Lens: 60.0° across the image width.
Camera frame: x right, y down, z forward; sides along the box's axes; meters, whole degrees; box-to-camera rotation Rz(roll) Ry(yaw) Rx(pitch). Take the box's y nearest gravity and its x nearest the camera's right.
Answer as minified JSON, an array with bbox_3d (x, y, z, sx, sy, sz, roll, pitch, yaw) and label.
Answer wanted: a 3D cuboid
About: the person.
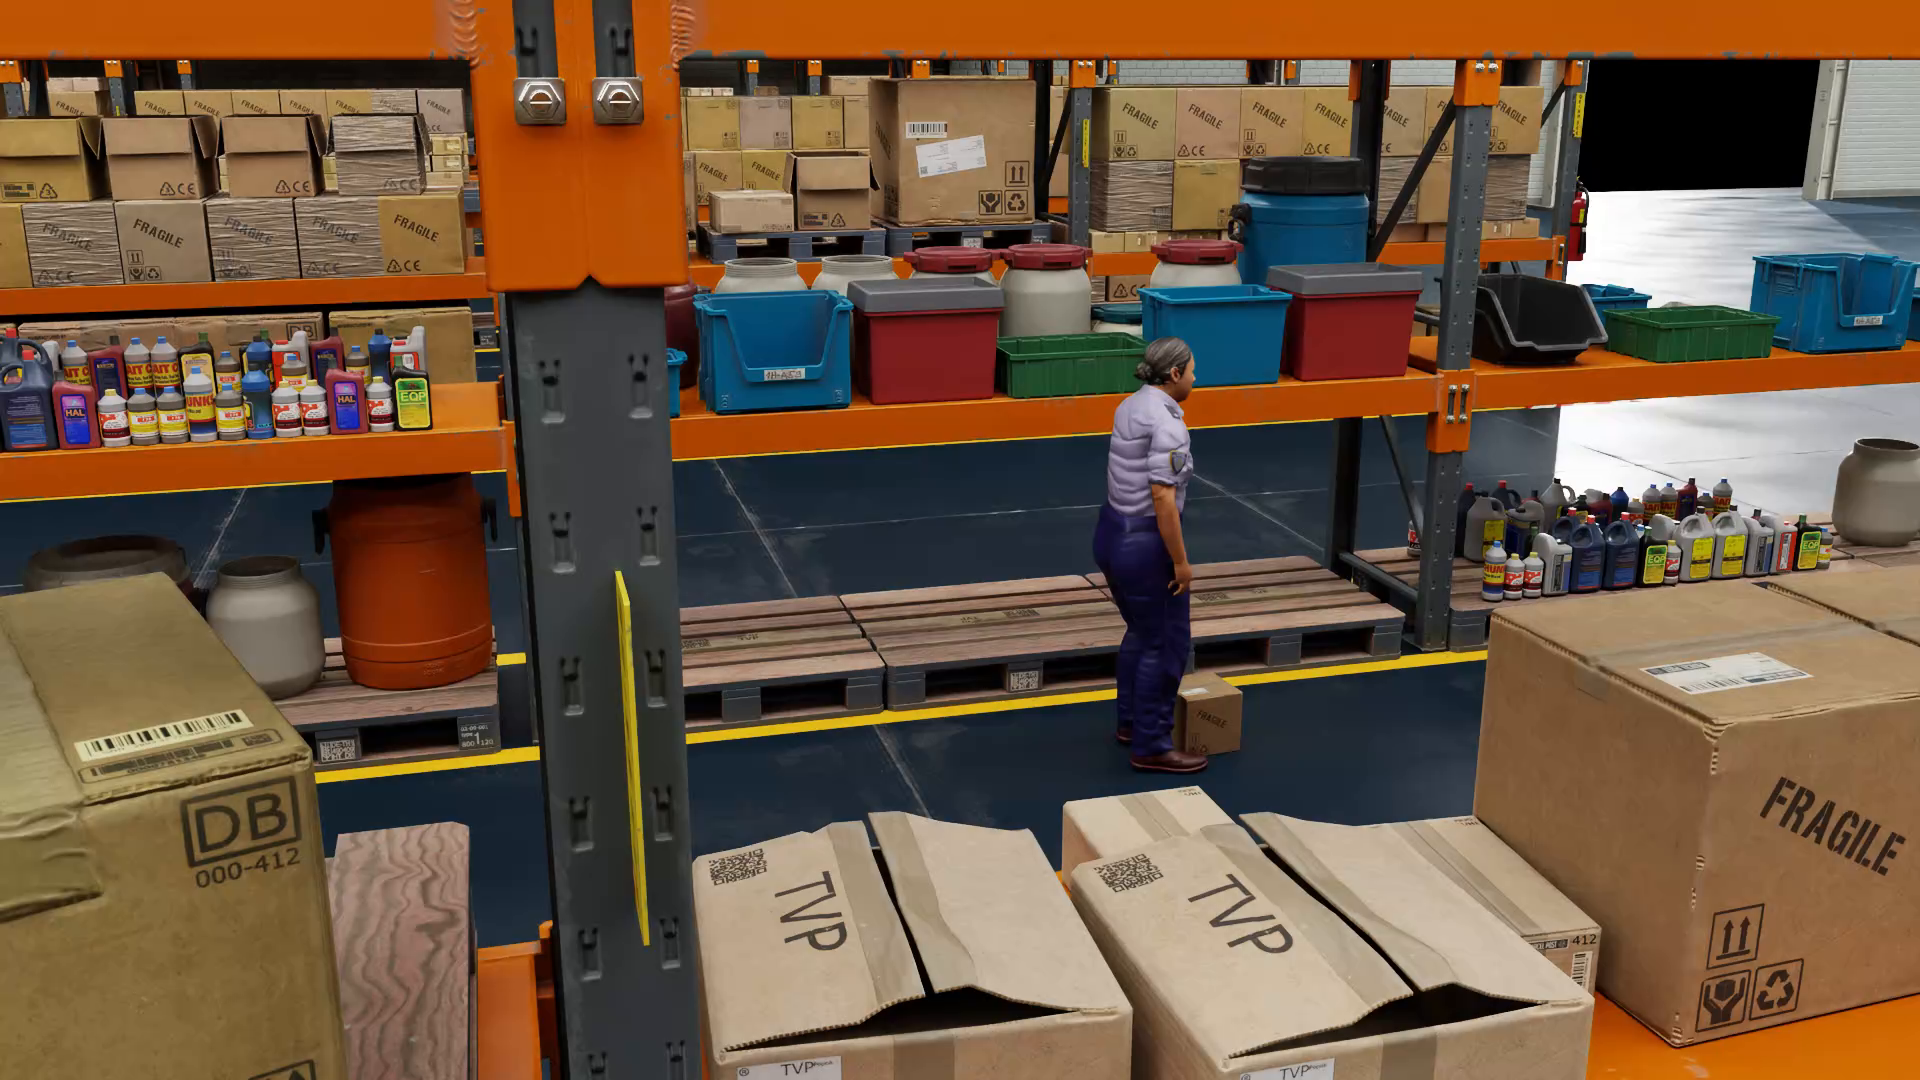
[{"bbox_3d":[0.746,0.044,6.401,0.415,1.648,0.551,-5,17,-16],"label":"person"}]
